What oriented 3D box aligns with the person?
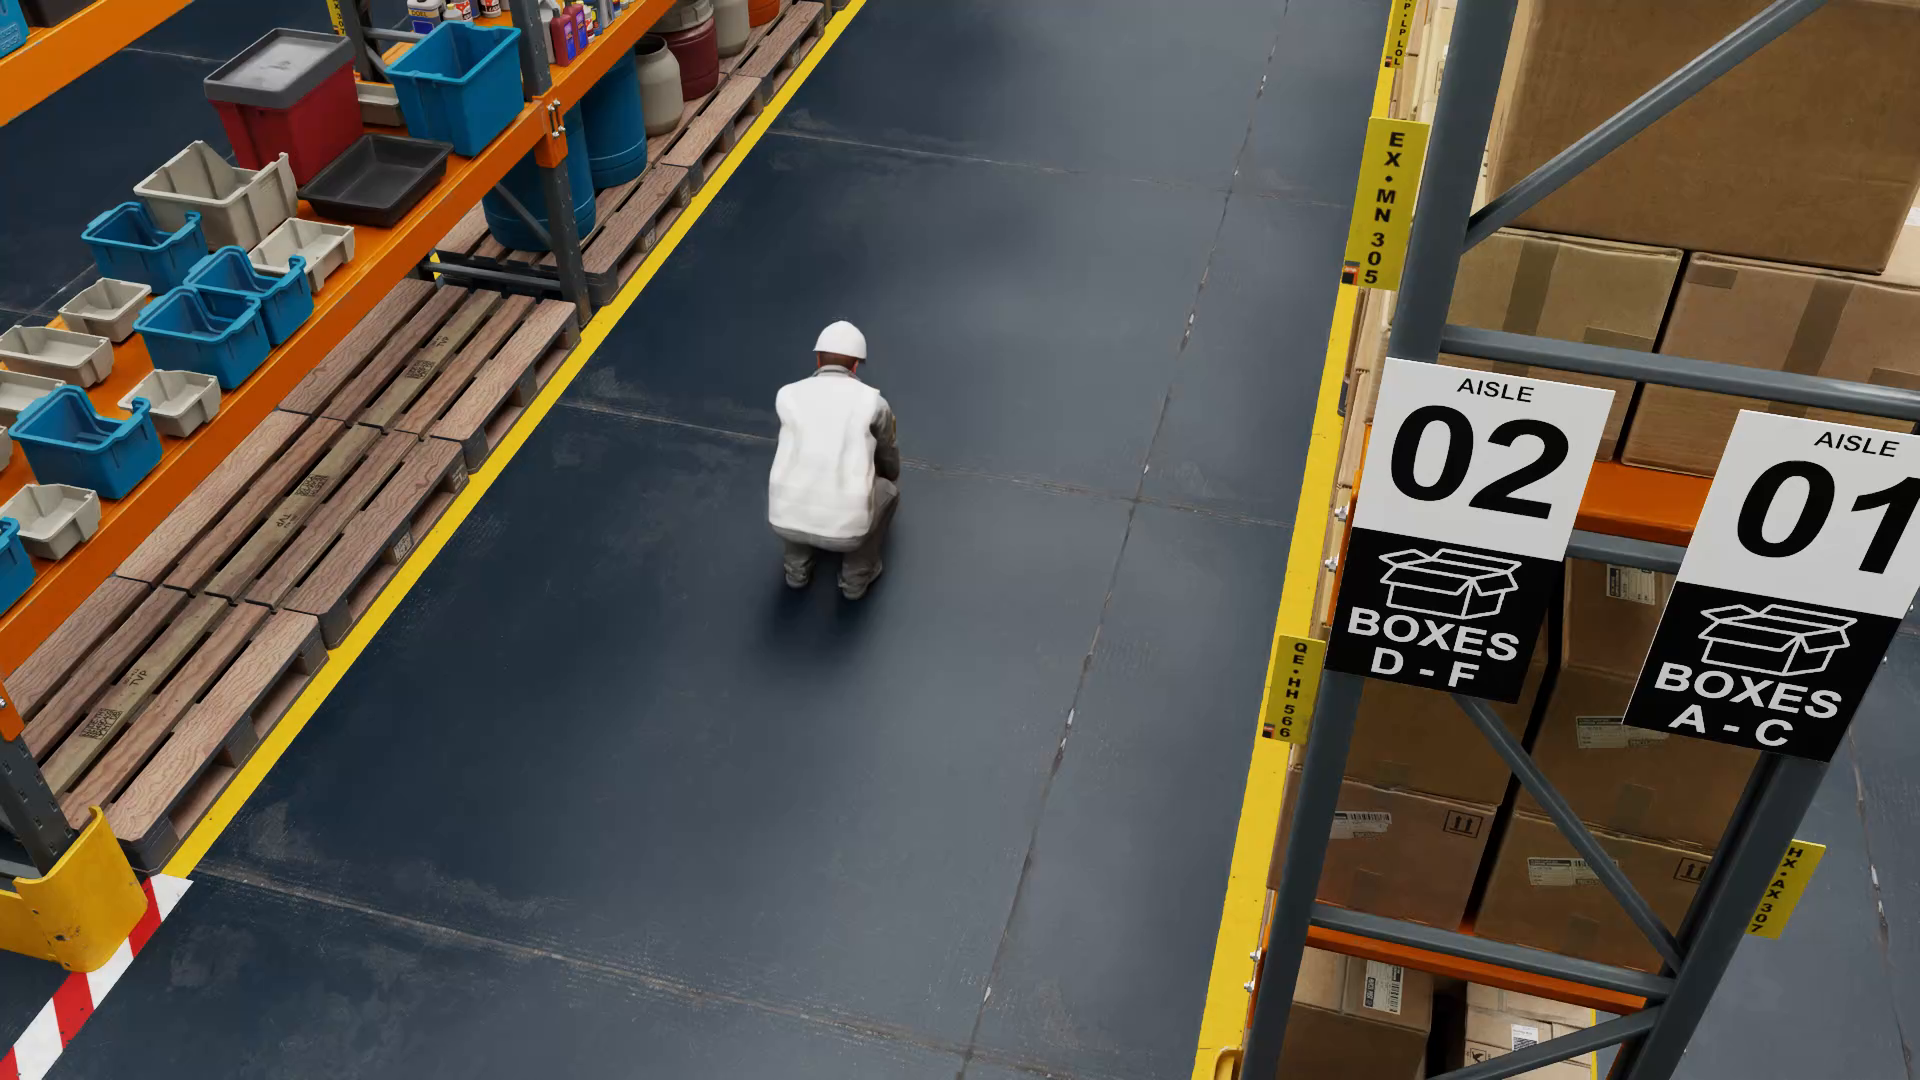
[{"bbox_3d":[-0.535,-0.323,7.112,0.519,1.005,0.868,9,42,11],"label":"person"}]
